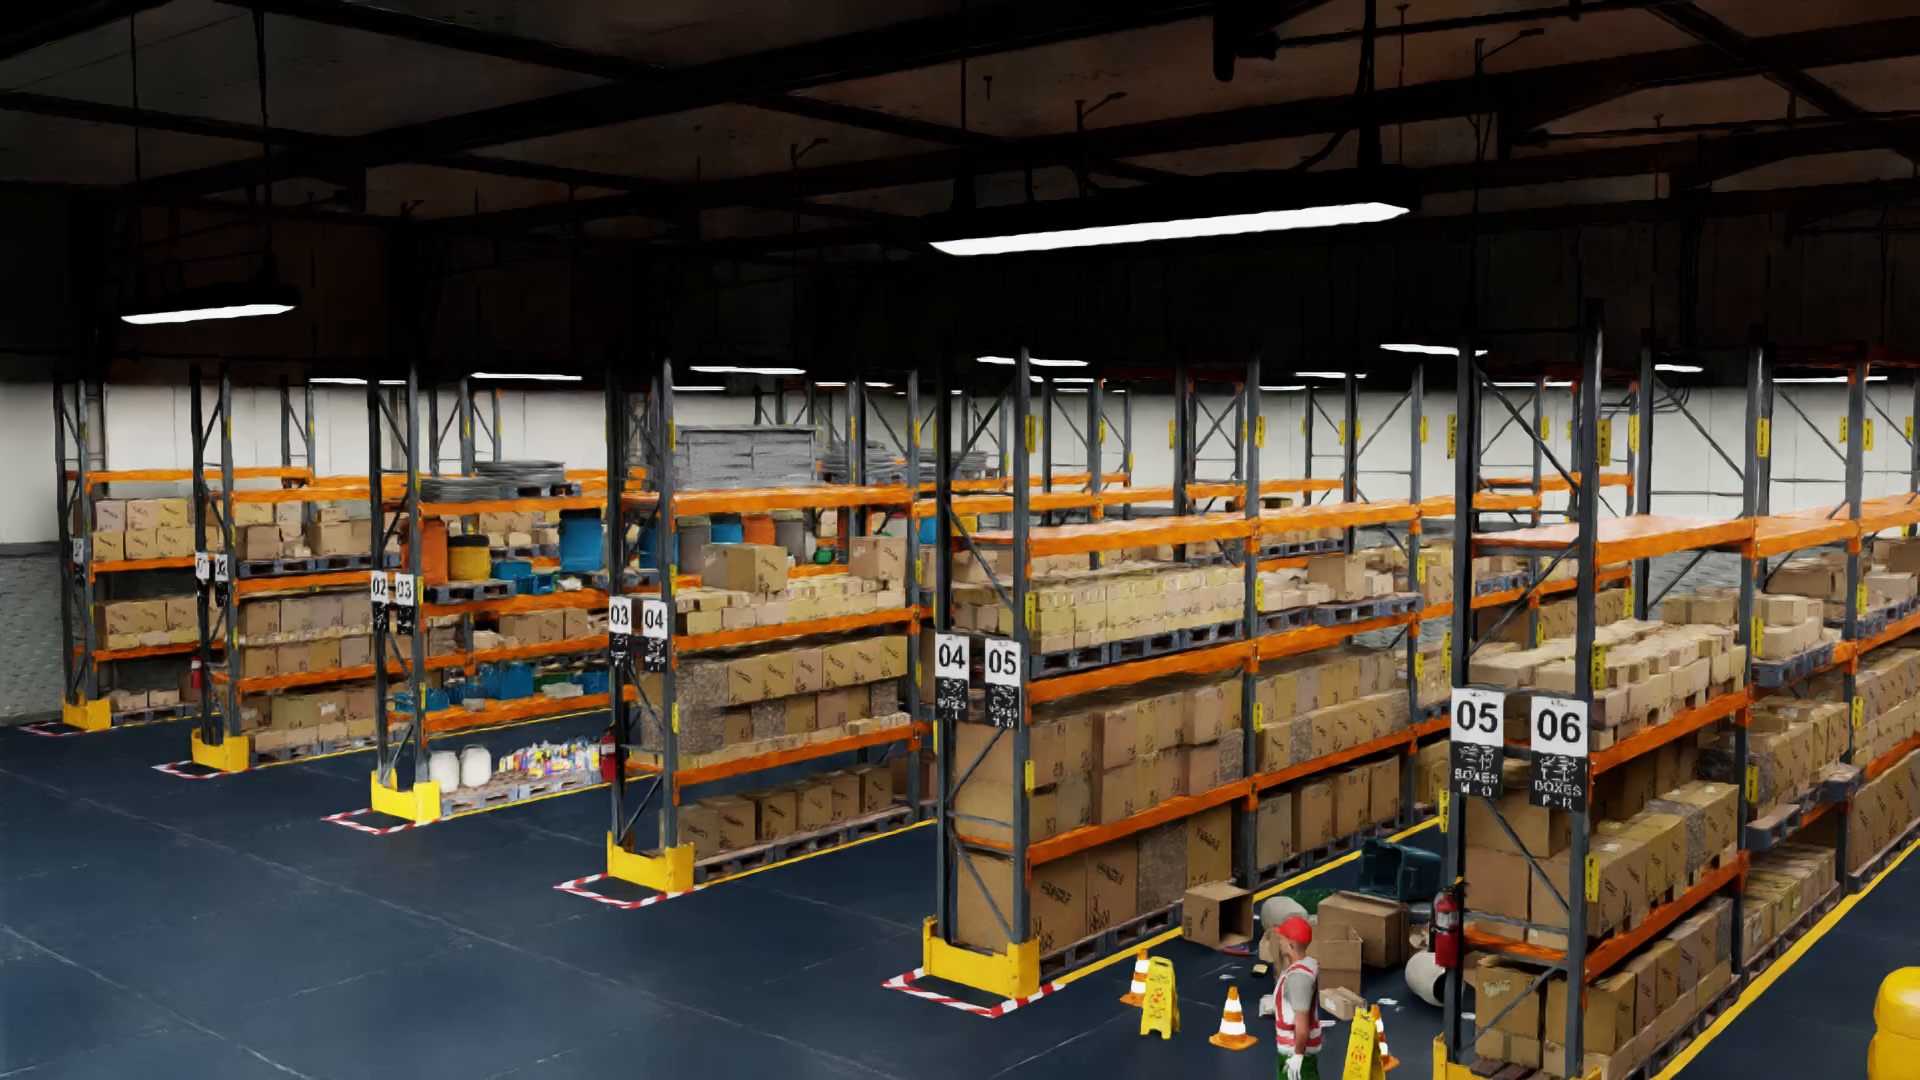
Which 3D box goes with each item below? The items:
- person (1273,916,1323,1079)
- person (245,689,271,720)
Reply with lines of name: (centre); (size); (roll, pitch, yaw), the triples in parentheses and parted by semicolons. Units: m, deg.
person: (2.371, 3.465, 11.351); (0.542, 1.782, 0.643); (1, 4, 13)
person: (-11.493, 2.403, 26.935); (0.496, 1.587, 1.071); (4, 6, 43)
